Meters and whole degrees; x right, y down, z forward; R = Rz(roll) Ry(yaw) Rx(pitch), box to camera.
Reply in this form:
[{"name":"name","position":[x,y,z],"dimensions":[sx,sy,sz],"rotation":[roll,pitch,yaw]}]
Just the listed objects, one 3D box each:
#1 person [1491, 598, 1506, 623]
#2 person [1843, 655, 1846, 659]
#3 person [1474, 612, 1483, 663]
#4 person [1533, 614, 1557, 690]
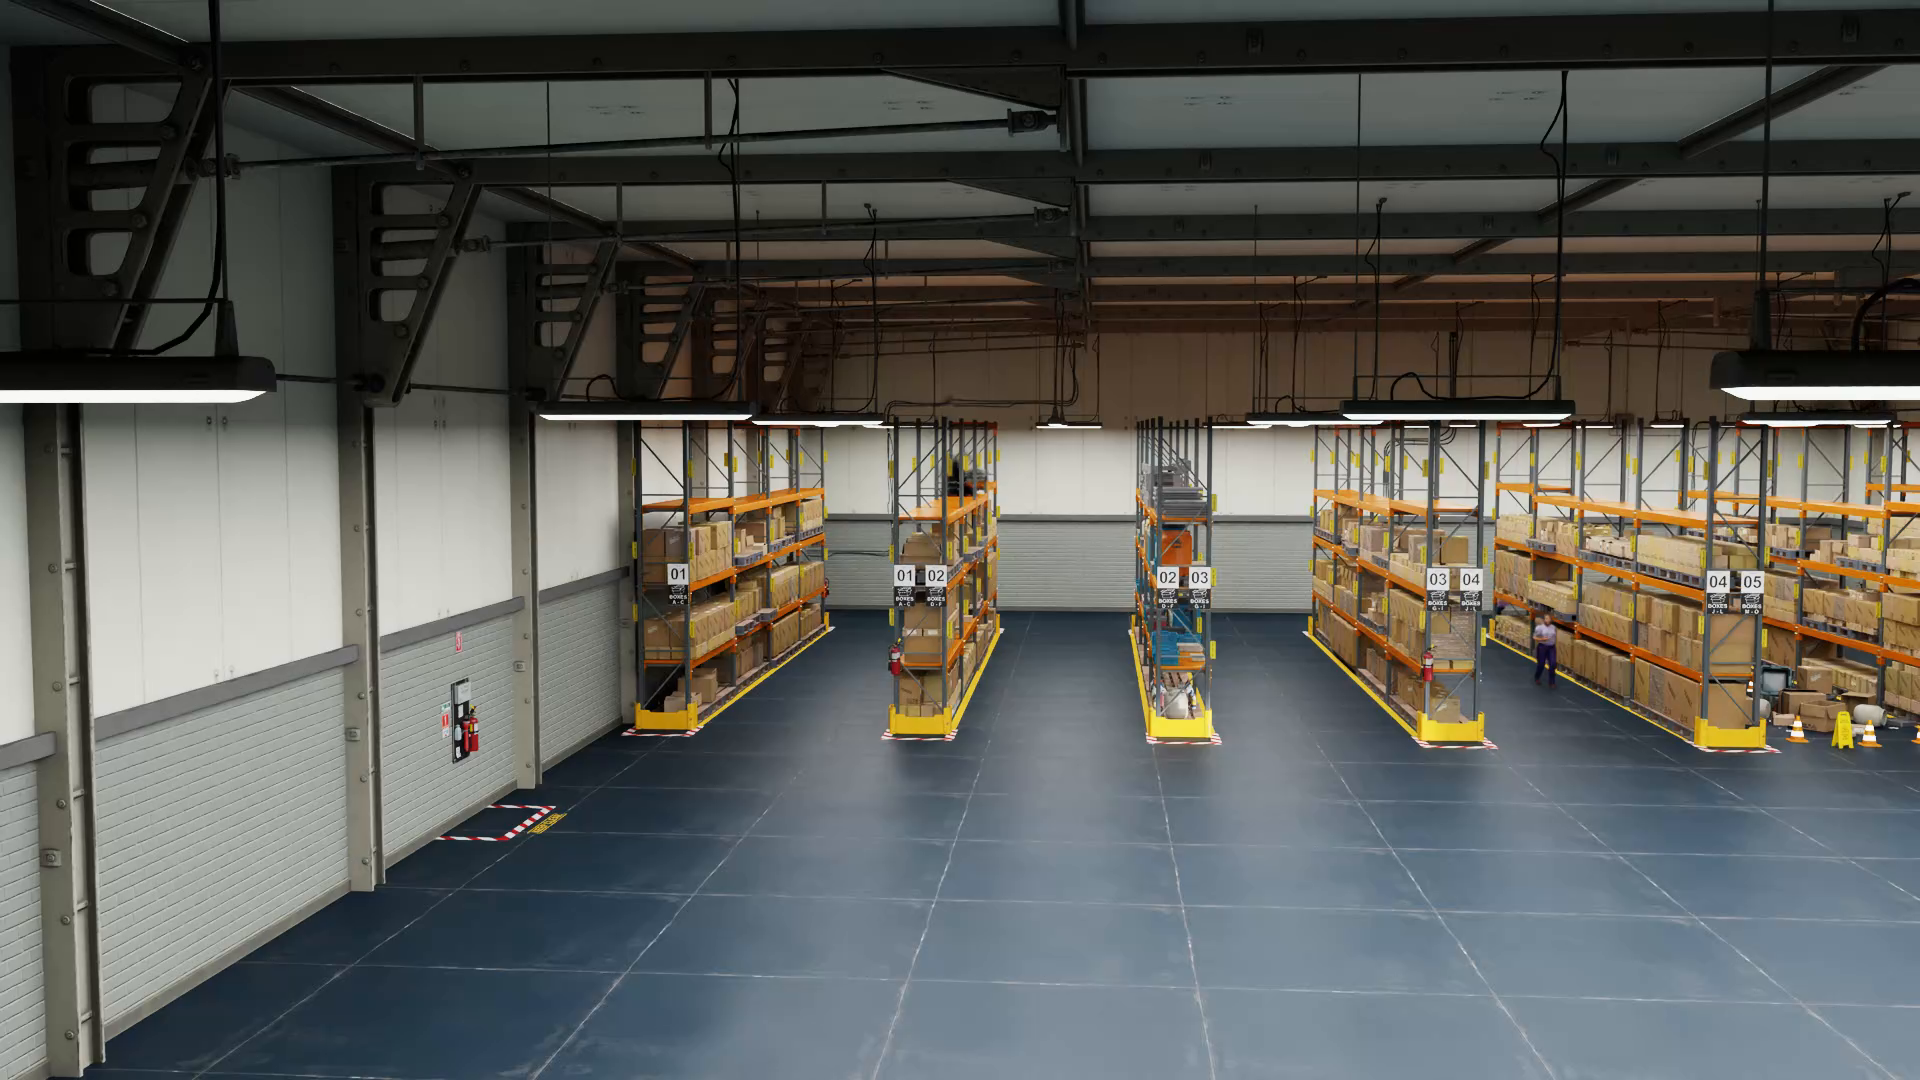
[{"name":"person","position":[15.429,1.853,47.589],"dimensions":[0.481,1.514,0.628],"rotation":[2,4,26]},{"name":"person","position":[21.119,2.259,39.962],"dimensions":[0.577,1.649,0.968],"rotation":[0,4,1]},{"name":"person","position":[12.670,2.192,41.260],"dimensions":[0.671,1.783,0.733],"rotation":[0,4,3]},{"name":"person","position":[13.037,2.469,36.980],"dimensions":[0.606,1.631,0.873],"rotation":[0,4,-1]}]
